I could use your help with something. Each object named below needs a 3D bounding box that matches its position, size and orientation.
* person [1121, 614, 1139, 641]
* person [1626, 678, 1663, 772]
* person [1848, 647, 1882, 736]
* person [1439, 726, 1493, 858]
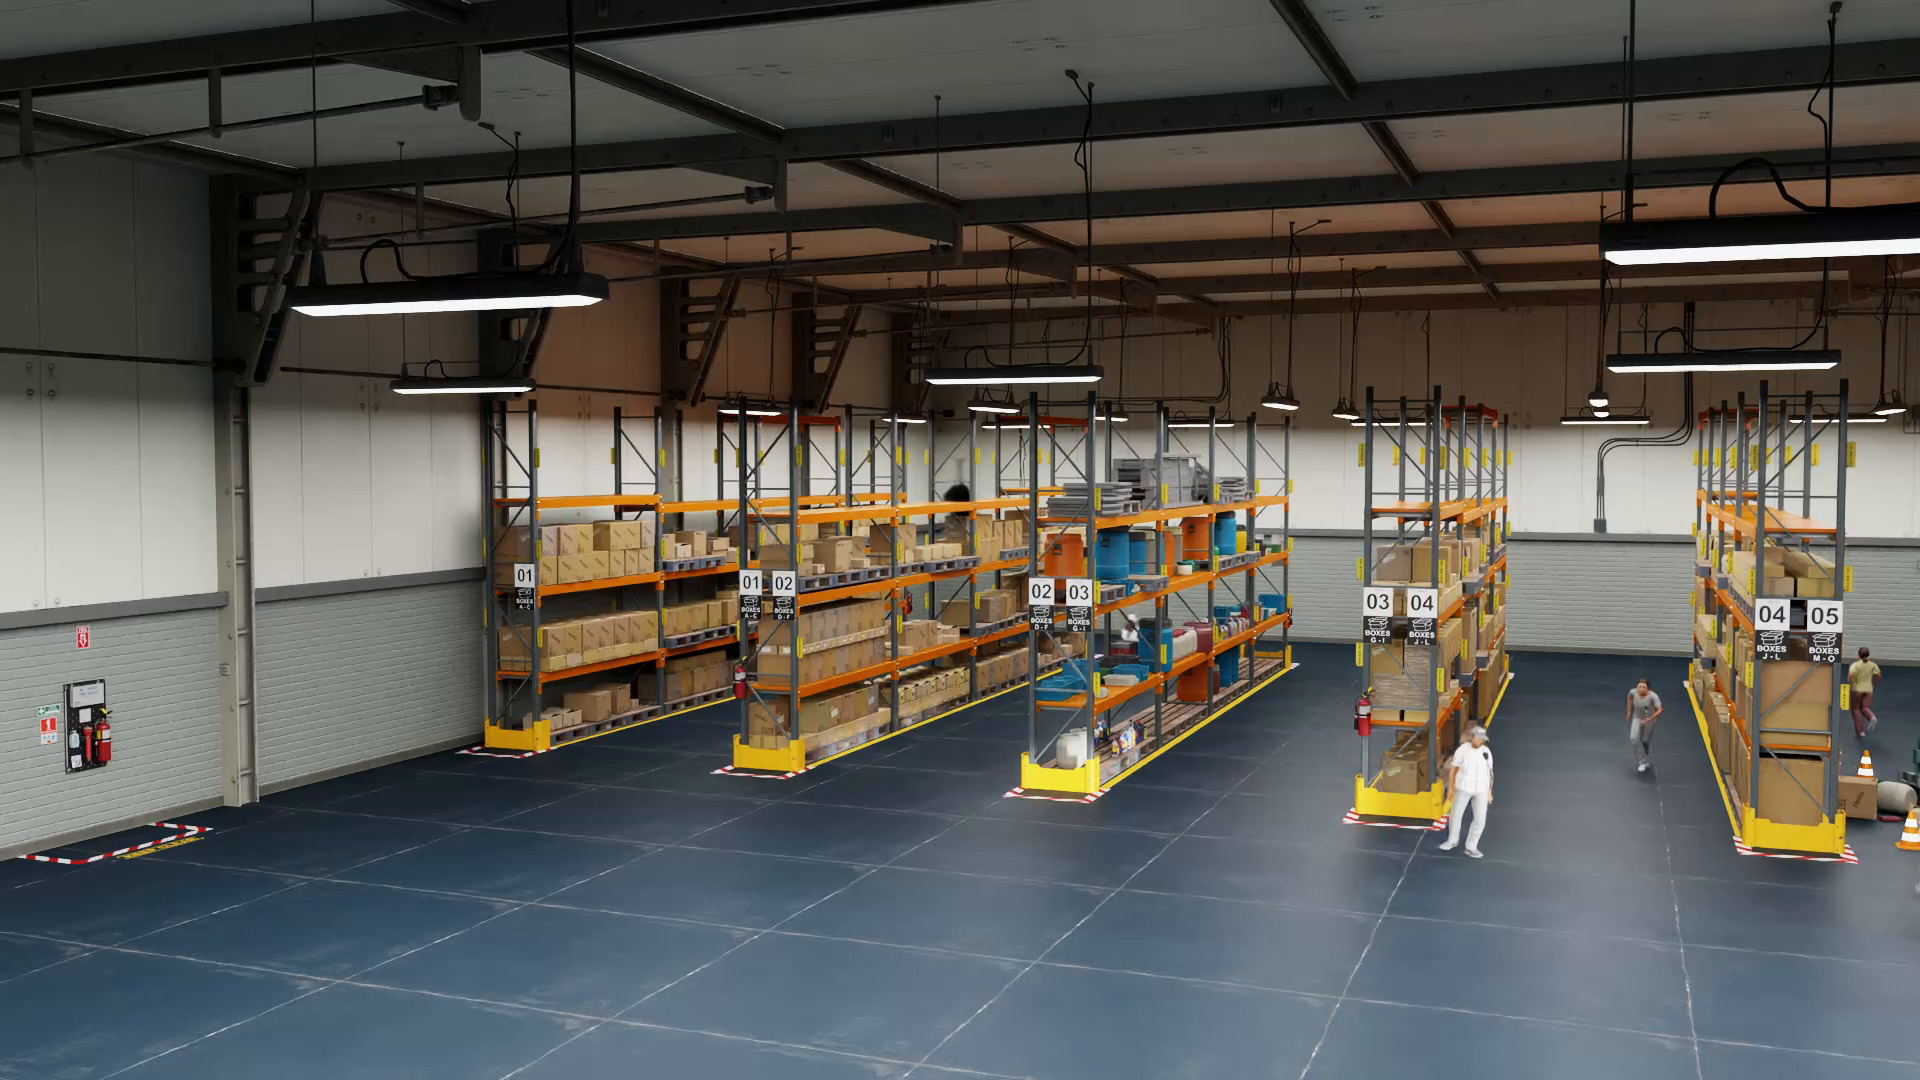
[{"bbox_3d":[3.596,2.409,34.923,0.650,1.727,0.769,2,3,29],"label":"person"},{"bbox_3d":[11.076,2.939,26.855,0.560,1.499,1.039,2,3,31],"label":"person"},{"bbox_3d":[16.189,2.728,29.780,0.589,1.622,0.694,0,3,8],"label":"person"},{"bbox_3d":[6.372,3.149,20.917,0.617,1.645,0.512,0,3,0],"label":"person"}]
